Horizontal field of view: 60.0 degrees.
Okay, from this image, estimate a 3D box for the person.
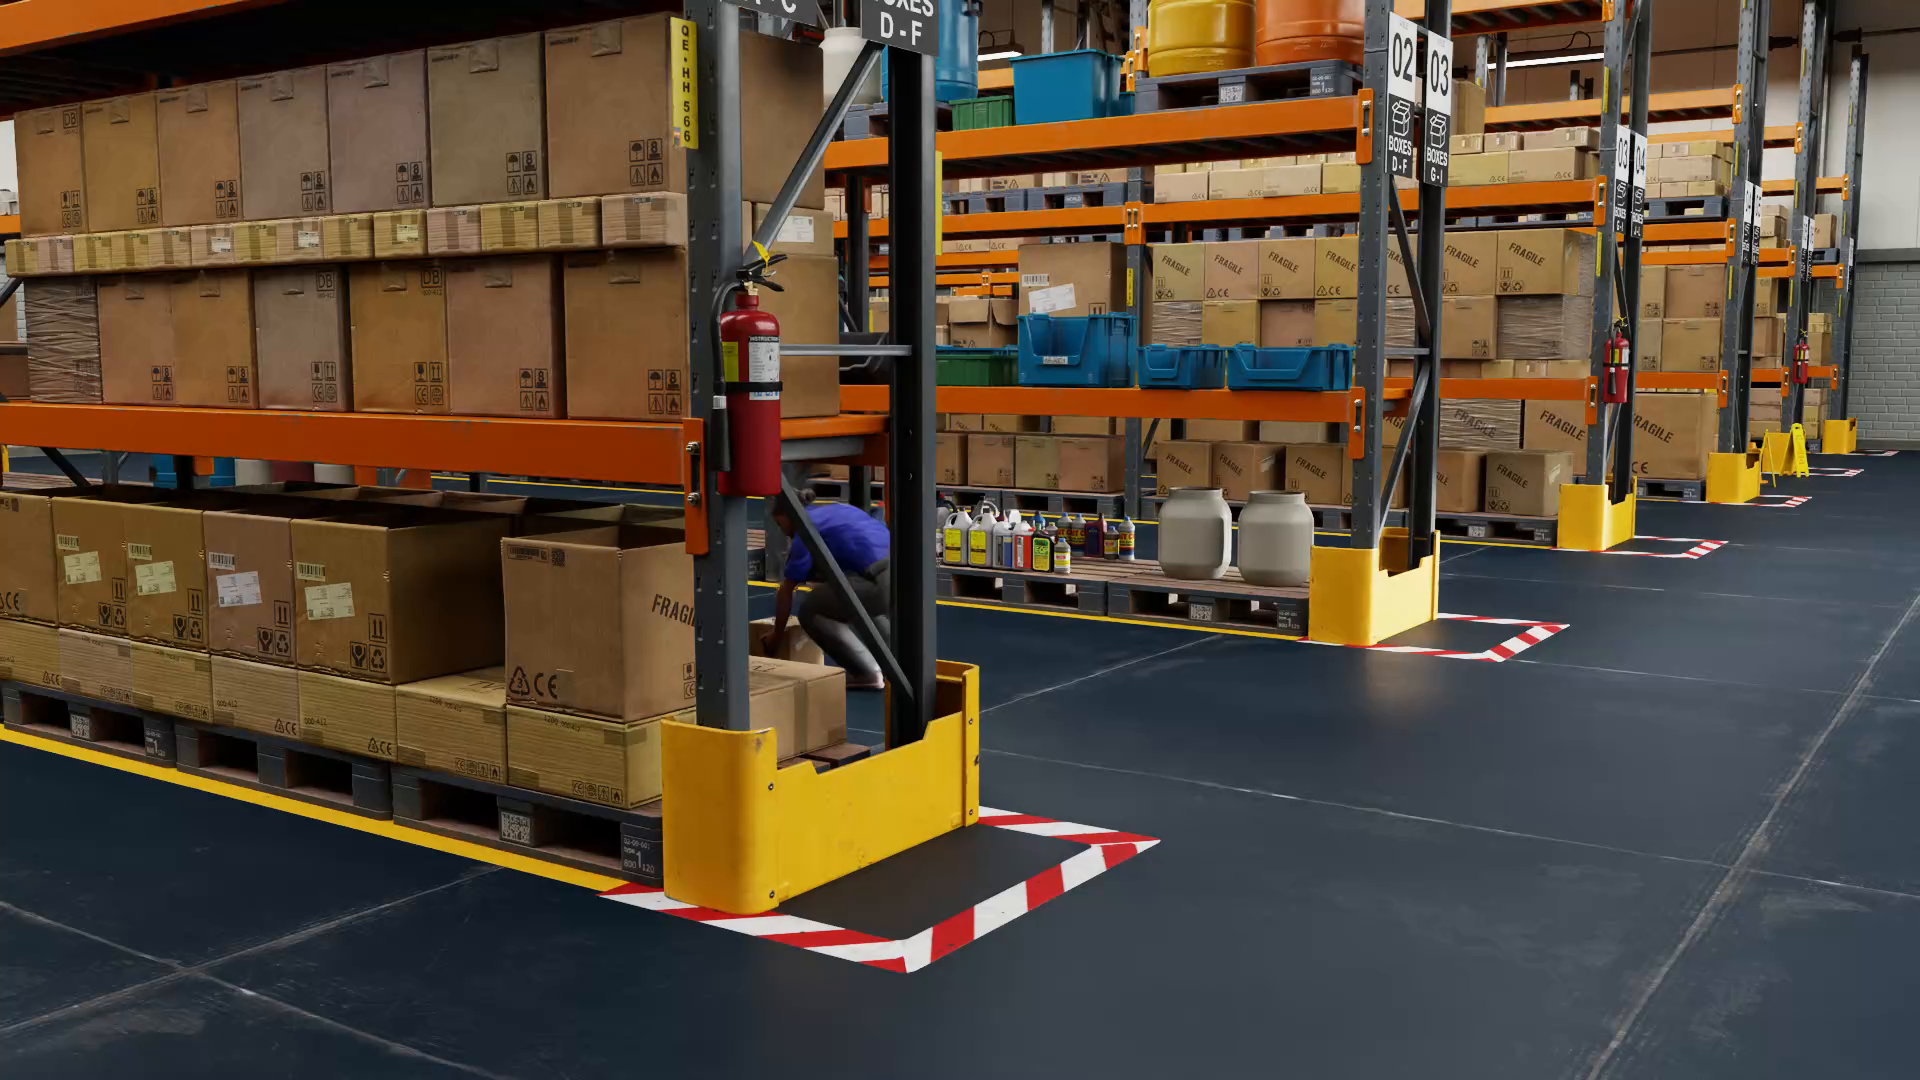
[{"bbox_3d":[-0.519,0.213,7.594,0.812,0.893,0.484,4,8,33],"label":"person"}]
